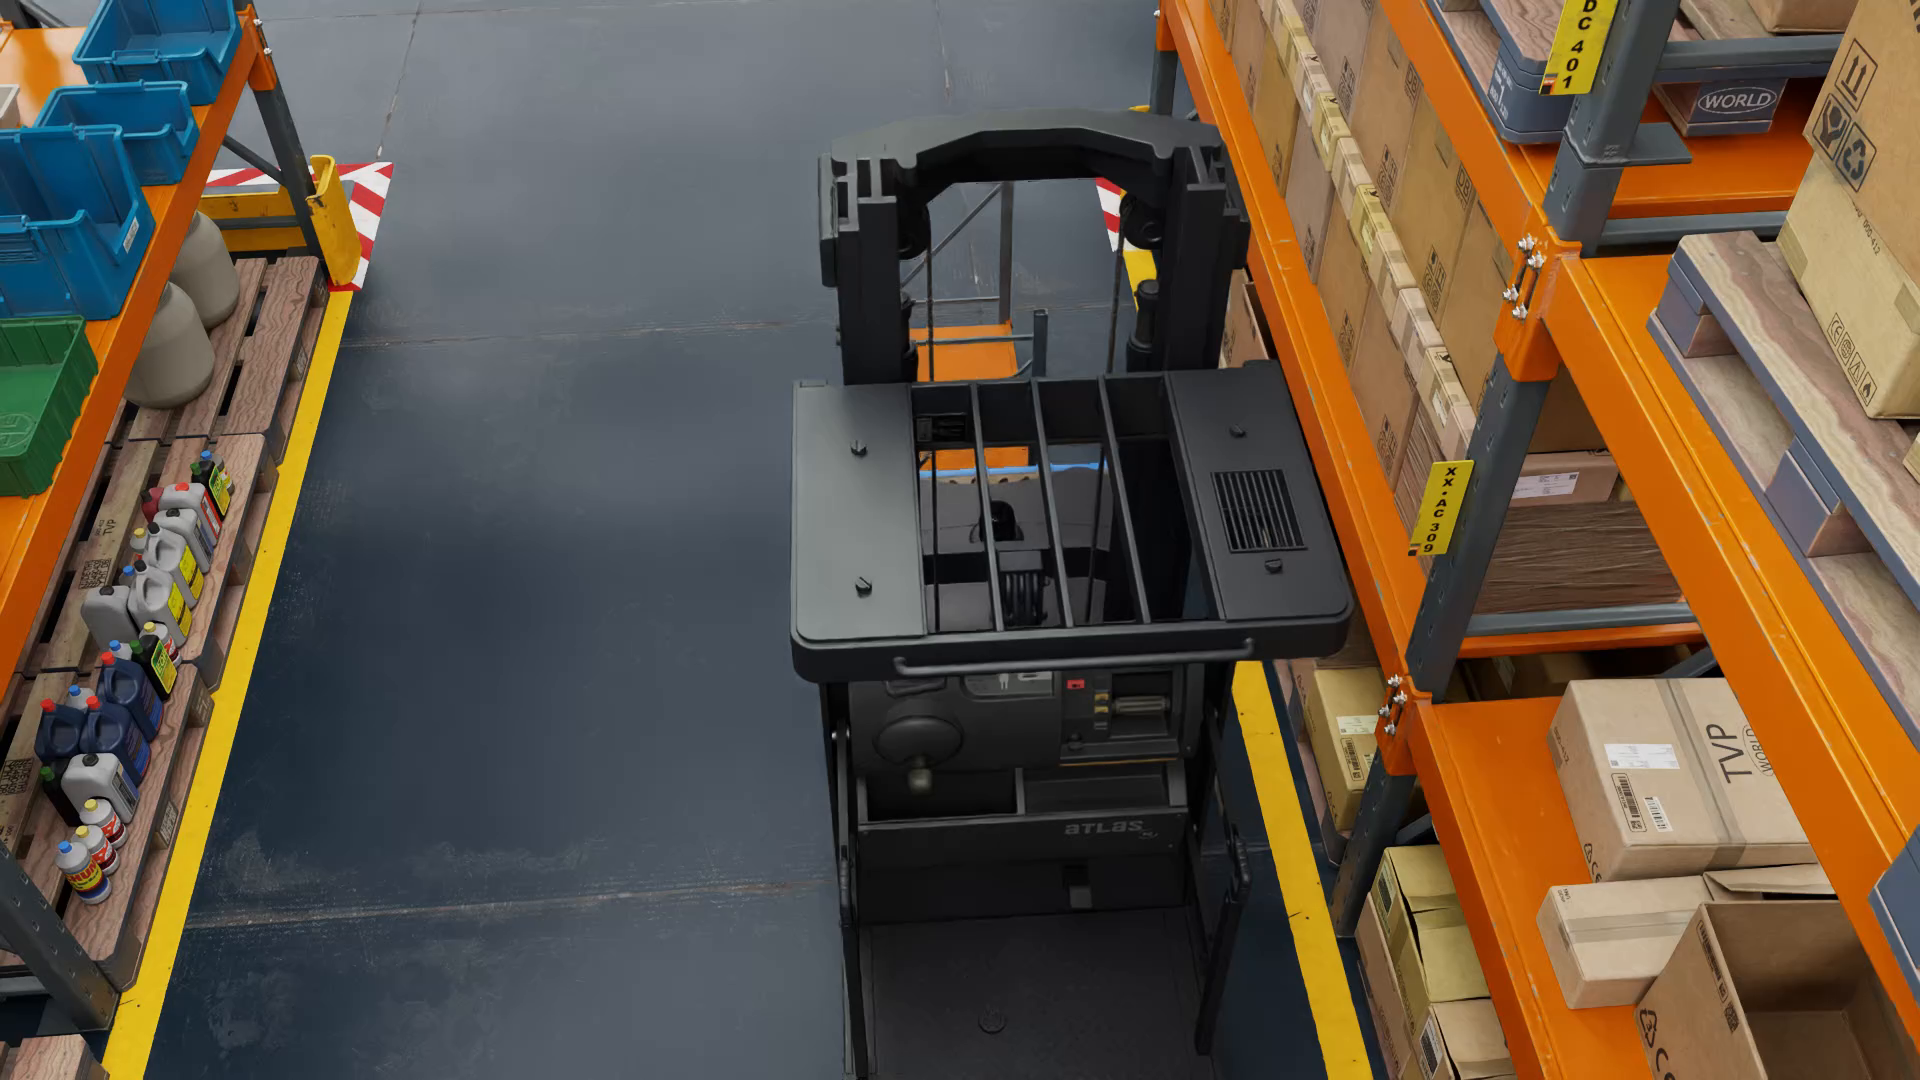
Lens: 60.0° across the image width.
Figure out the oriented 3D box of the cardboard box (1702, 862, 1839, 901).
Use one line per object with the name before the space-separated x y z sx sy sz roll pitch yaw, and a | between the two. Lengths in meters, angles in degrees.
cardboard box | 1.994 0.886 3.938 0.396 0.266 0.258 -5 47 -4

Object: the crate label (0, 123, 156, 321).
crate label | -3.111 -1.078 5.681 0.502 0.435 0.616 -3 47 -3

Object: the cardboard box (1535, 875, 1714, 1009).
cardboard box | 1.607 0.954 3.953 0.380 0.149 0.250 -3 47 -3

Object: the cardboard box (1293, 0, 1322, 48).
cardboard box | 1.525 -2.038 5.652 0.700 0.500 0.500 -3 47 -3

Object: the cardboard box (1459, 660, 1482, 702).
cardboard box | 2.000 0.662 5.662 0.500 0.250 0.500 -3 47 -3

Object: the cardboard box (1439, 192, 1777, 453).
cardboard box | 1.694 -0.587 4.277 0.700 0.500 0.500 -3 47 -3

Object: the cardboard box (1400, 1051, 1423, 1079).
cardboard box | 1.565 1.692 4.686 0.500 0.250 0.500 -2 47 -2

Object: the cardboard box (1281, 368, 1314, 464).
cardboard box | 1.404 -0.288 6.045 0.500 0.500 0.500 -3 47 -3

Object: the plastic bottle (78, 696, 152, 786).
plastic bottle | -2.853 0.663 5.577 0.144 0.351 0.185 -2 47 -2

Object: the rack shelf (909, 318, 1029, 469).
rack shelf | -0.007 -0.454 6.395 0.538 0.185 1.000 -3 47 -3

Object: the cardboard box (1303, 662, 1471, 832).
cardboard box | 1.480 0.693 5.632 0.500 0.250 0.500 -3 47 -3

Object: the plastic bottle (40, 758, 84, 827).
plastic bottle | -2.950 0.813 5.482 0.061 0.283 0.133 -3 47 -3

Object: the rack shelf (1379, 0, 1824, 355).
rack shelf | 1.570 -2.017 5.023 1.077 0.370 4.000 -3 47 -3

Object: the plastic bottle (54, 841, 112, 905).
plastic bottle | -2.789 1.043 5.273 0.097 0.271 0.097 0 47 0

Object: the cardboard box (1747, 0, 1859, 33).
cardboard box | 1.958 -1.424 3.512 0.500 0.500 0.500 0 47 0

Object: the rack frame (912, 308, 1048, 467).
rack frame | 0.035 -0.210 5.916 0.500 1.500 0.032 -3 47 -3

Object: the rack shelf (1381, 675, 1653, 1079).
rack shelf | 1.904 1.909 3.372 1.077 0.370 4.000 -3 47 -3

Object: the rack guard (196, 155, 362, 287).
rack guard | -3.481 -1.469 7.797 1.175 0.500 0.348 -3 47 -3

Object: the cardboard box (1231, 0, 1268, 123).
cardboard box | 1.477 -1.996 6.505 0.700 0.500 0.500 -2 47 -2

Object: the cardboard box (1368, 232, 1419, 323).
cardboard box | 1.435 -0.785 4.912 0.380 0.149 0.250 -4 47 -3

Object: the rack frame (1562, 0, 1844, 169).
rack frame | 1.737 -1.848 2.303 1.000 3.000 0.127 -3 47 -3

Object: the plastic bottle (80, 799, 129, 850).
plastic bottle | -2.806 0.920 5.437 0.097 0.201 0.097 0 47 0

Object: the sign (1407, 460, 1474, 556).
sign | 1.184 -0.075 4.105 0.100 0.325 0.005 -3 47 -3

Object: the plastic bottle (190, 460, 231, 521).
plastic bottle | -2.916 -0.213 6.453 0.061 0.283 0.133 -2 47 -2

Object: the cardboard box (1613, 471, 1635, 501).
cardboard box | 1.907 -0.249 4.404 0.380 0.149 0.250 -4 47 -3

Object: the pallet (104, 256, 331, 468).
pallet | -3.418 -0.782 7.345 1.003 0.211 1.213 -3 47 -3

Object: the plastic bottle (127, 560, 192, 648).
plastic bottle | -2.905 0.219 5.998 0.144 0.351 0.185 -4 47 -4

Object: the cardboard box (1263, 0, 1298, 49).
cardboard box | 1.308 -1.893 5.961 0.380 0.149 0.250 -5 47 -5

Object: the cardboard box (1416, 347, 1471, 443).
cardboard box | 1.482 -0.406 4.553 0.380 0.149 0.250 -4 47 -4

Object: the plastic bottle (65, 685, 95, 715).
plastic bottle | -2.986 0.593 5.699 0.097 0.271 0.097 0 47 0

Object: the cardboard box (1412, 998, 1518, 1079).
cardboard box | 1.560 1.499 4.482 0.500 0.311 0.500 -4 47 -4

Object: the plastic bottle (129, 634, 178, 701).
plastic bottle | -2.842 0.428 5.847 0.061 0.283 0.133 -2 47 -2

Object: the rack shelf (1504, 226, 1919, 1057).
rack shelf | 1.904 0.878 2.283 1.077 0.370 4.000 -3 47 -3

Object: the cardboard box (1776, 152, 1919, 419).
cardboard box | 1.779 -0.463 2.871 0.500 0.250 0.500 1 47 1

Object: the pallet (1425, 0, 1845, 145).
pallet | 1.640 -1.402 4.007 1.003 0.211 1.213 -3 47 -3

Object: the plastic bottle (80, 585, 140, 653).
plastic bottle | -3.050 0.272 5.999 0.152 0.276 0.135 -3 47 -3

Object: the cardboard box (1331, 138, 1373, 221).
cardboard box | 1.396 -1.145 5.253 0.380 0.149 0.250 -2 47 -2

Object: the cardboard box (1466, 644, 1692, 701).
cardboard box | 2.010 0.403 5.390 0.500 0.500 0.500 -3 47 -3

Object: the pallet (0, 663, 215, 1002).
pallet | -3.214 0.983 5.673 1.003 0.211 1.213 -3 47 -3

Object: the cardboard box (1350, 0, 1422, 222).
cardboard box | 1.609 -1.314 4.967 0.700 0.500 0.500 -4 47 -3

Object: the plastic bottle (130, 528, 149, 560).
plastic bottle | -3.061 0.037 6.273 0.097 0.201 0.097 0 47 0

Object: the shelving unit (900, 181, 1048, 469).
shelving unit | -0.006 -0.571 6.258 0.587 1.500 1.083 -3 47 -3

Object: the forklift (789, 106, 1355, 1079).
forklift | 0.191 0.551 4.209 1.130 2.935 3.031 -3 47 -3

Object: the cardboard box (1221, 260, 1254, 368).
cardboard box | 1.324 -1.012 6.731 0.500 0.500 0.500 -3 47 -3

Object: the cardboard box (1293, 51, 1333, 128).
cardboard box | 1.348 -1.528 5.615 0.380 0.149 0.250 -3 47 -3

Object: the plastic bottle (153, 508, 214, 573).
plastic bottle | -2.938 -0.009 6.266 0.152 0.276 0.135 -5 47 -4

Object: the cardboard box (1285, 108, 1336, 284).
cardboard box | 1.561 -1.255 5.804 0.700 0.500 0.500 -2 47 -2

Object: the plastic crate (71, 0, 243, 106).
plastic crate | -3.194 -1.986 6.667 0.499 0.251 0.616 -3 47 -3

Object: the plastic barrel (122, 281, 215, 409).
plastic barrel | -3.361 -0.836 6.900 0.421 0.512 0.421 0 47 0

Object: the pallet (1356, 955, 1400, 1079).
pallet | 1.838 1.704 4.991 1.003 0.211 1.213 -3 47 -3

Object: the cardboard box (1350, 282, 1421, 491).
cardboard box | 1.643 -0.522 5.109 0.700 0.500 0.500 -4 47 -4

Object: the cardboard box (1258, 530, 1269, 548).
cardboard box | 1.392 -0.030 6.317 0.500 0.250 0.500 -3 47 -3

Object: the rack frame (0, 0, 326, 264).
rack frame | -3.534 -2.381 6.939 1.000 3.000 0.127 -3 47 -3

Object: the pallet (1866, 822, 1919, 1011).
pallet | 1.829 0.848 1.945 1.003 0.211 1.213 -2 47 -1
